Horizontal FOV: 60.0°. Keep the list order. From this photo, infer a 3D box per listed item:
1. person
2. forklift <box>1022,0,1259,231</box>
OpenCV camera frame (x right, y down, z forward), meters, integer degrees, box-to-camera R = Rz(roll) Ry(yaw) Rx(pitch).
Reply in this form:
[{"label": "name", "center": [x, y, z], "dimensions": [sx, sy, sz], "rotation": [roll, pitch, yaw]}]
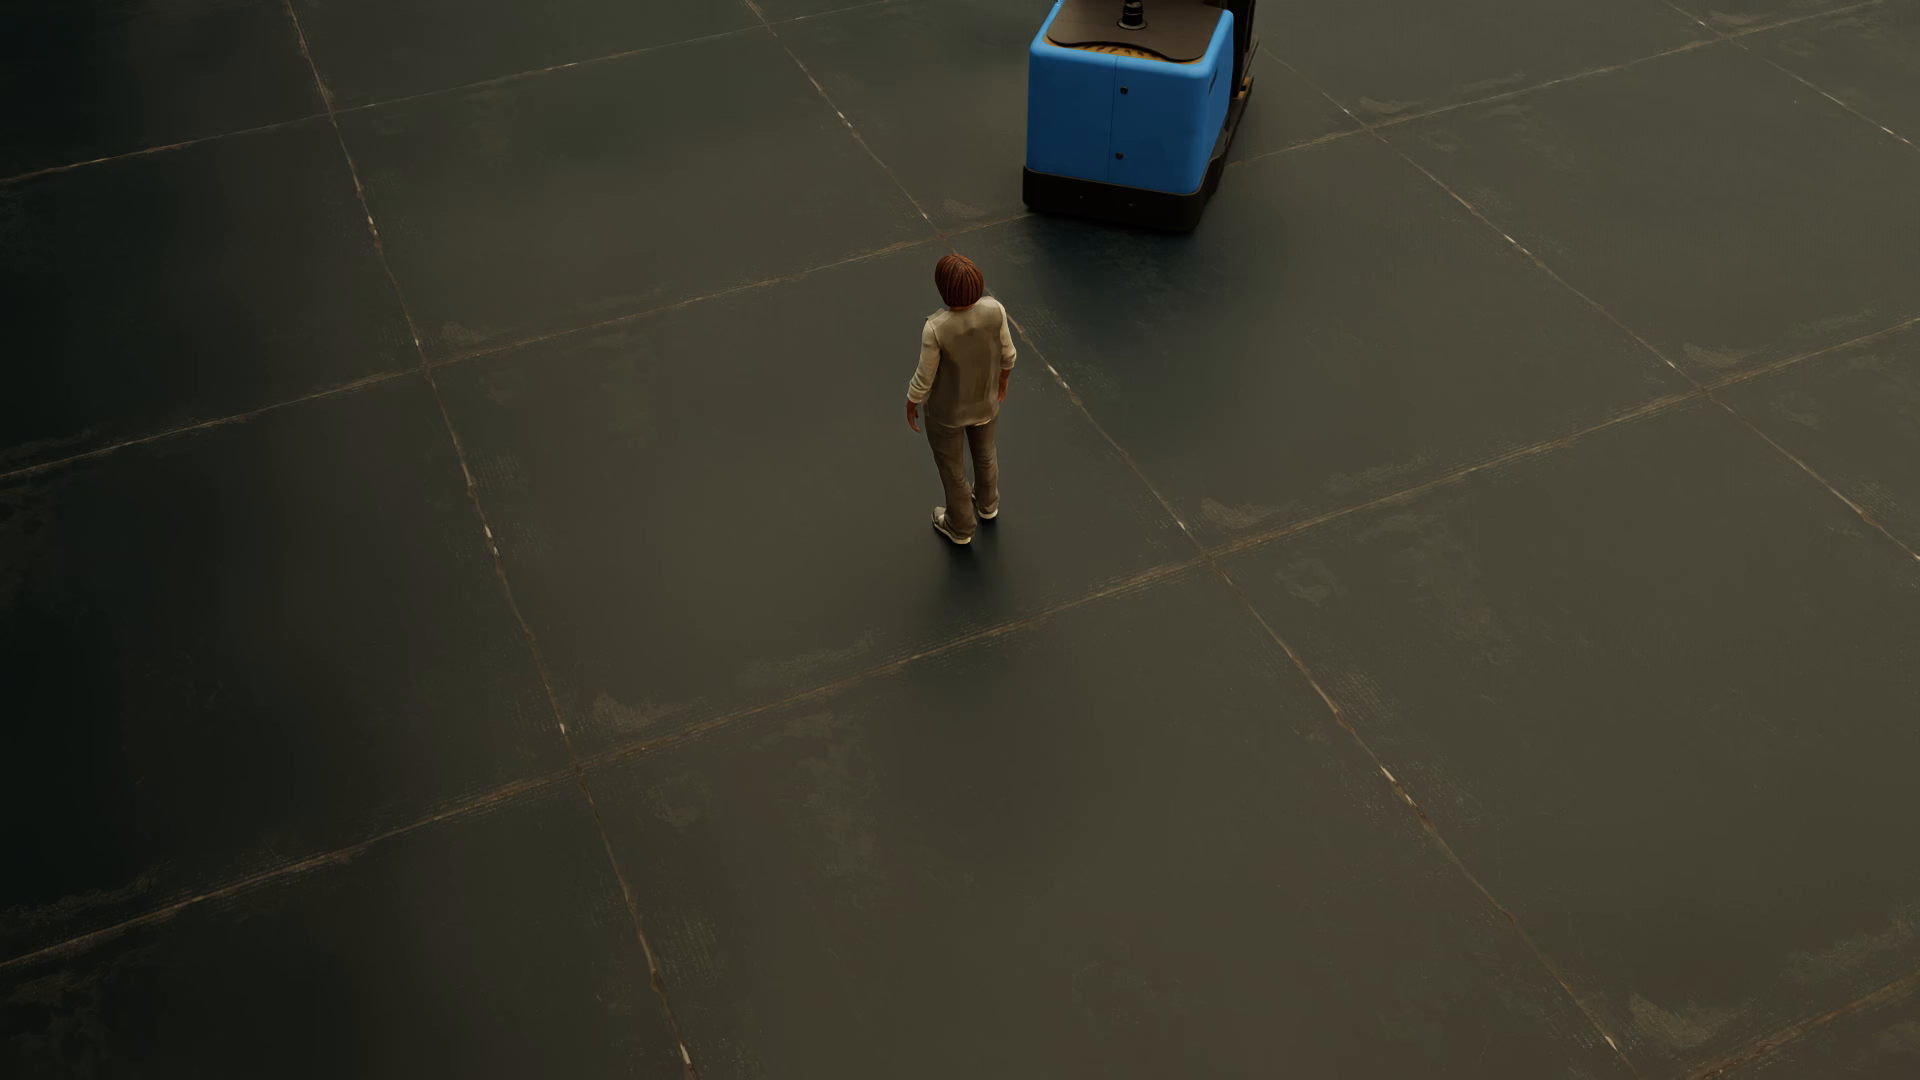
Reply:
[{"label": "person", "center": [-0.019, -0.639, 7.332], "dimensions": [0.521, 1.599, 0.473], "rotation": [-18, 46, -18]}, {"label": "forklift", "center": [1.289, -3.881, 9.839], "dimensions": [1.130, 2.935, 3.031], "rotation": [12, 44, 12]}]
